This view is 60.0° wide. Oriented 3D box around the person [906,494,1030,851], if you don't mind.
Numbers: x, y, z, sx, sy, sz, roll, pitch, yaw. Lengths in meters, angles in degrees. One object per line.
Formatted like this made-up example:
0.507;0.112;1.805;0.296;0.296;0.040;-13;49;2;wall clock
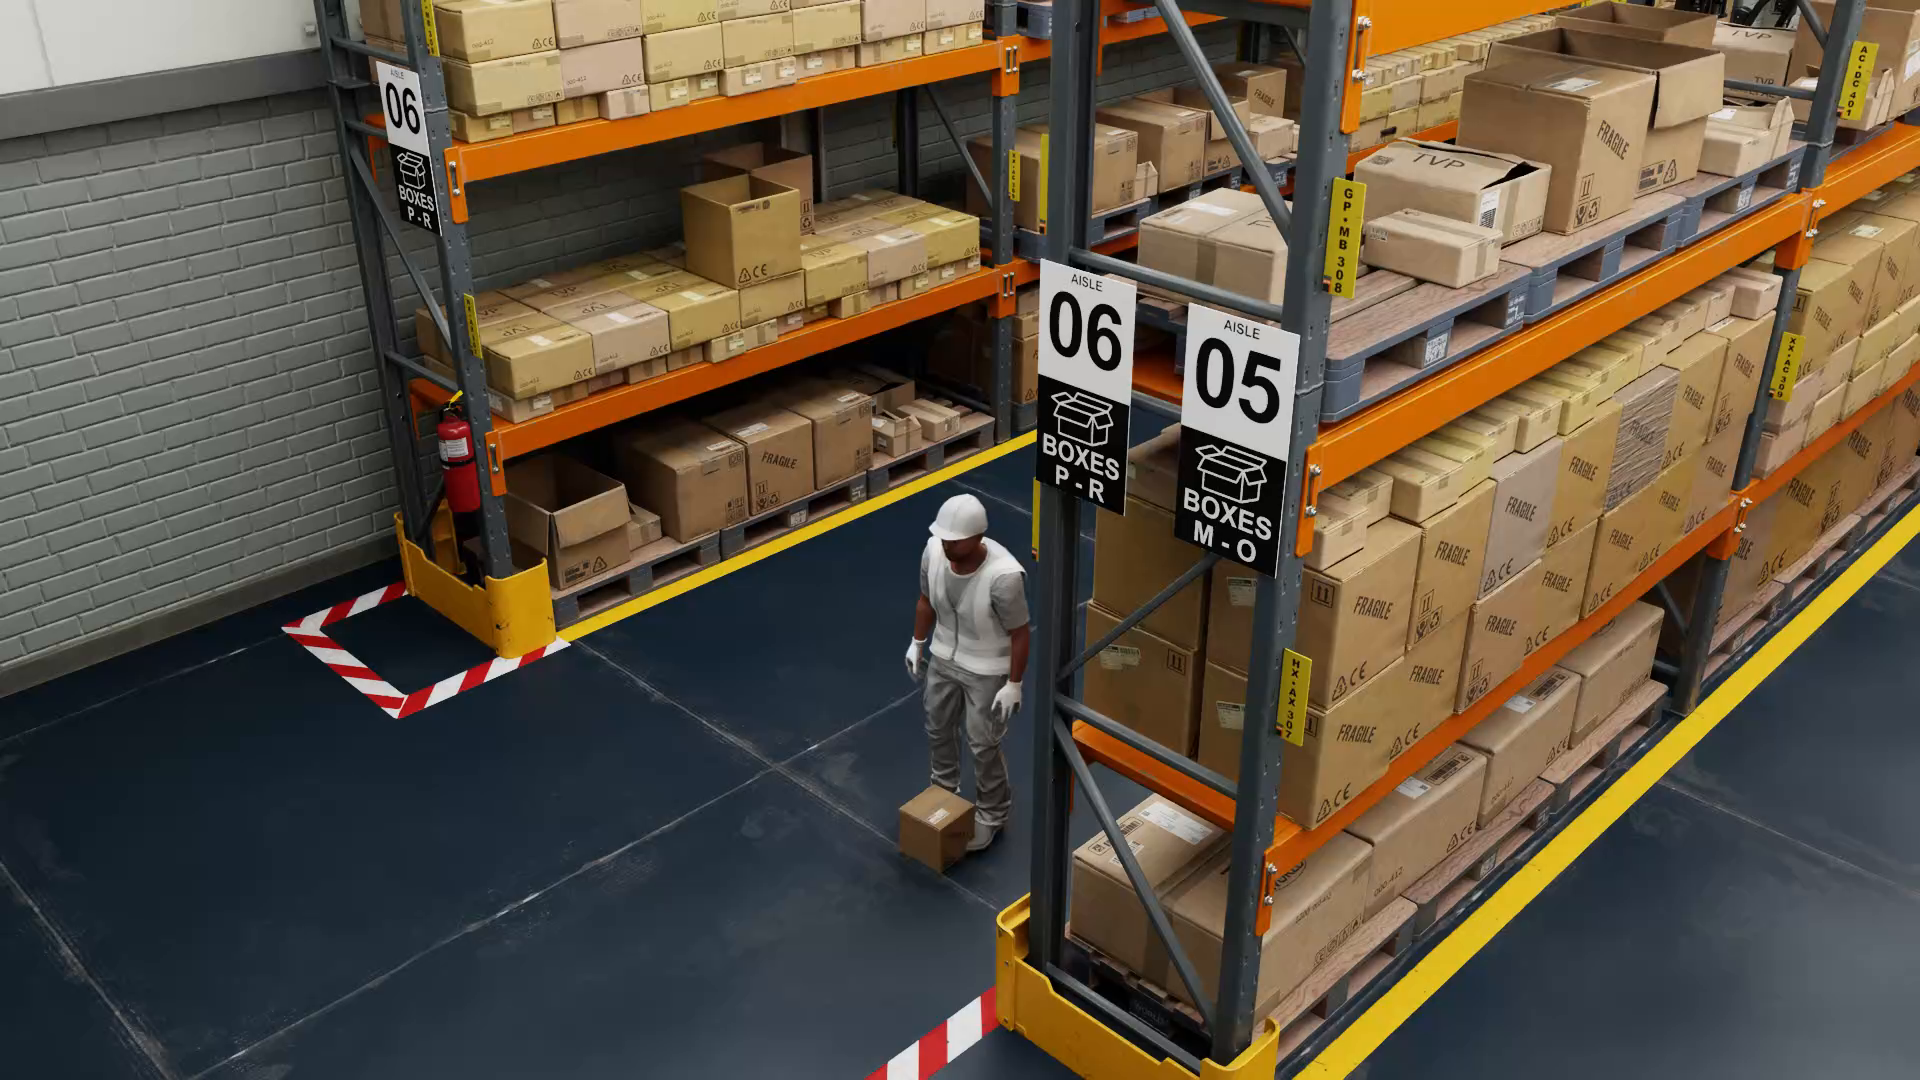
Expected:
0.032;0.574;7.505;0.633;1.775;0.447;21;34;35;person
